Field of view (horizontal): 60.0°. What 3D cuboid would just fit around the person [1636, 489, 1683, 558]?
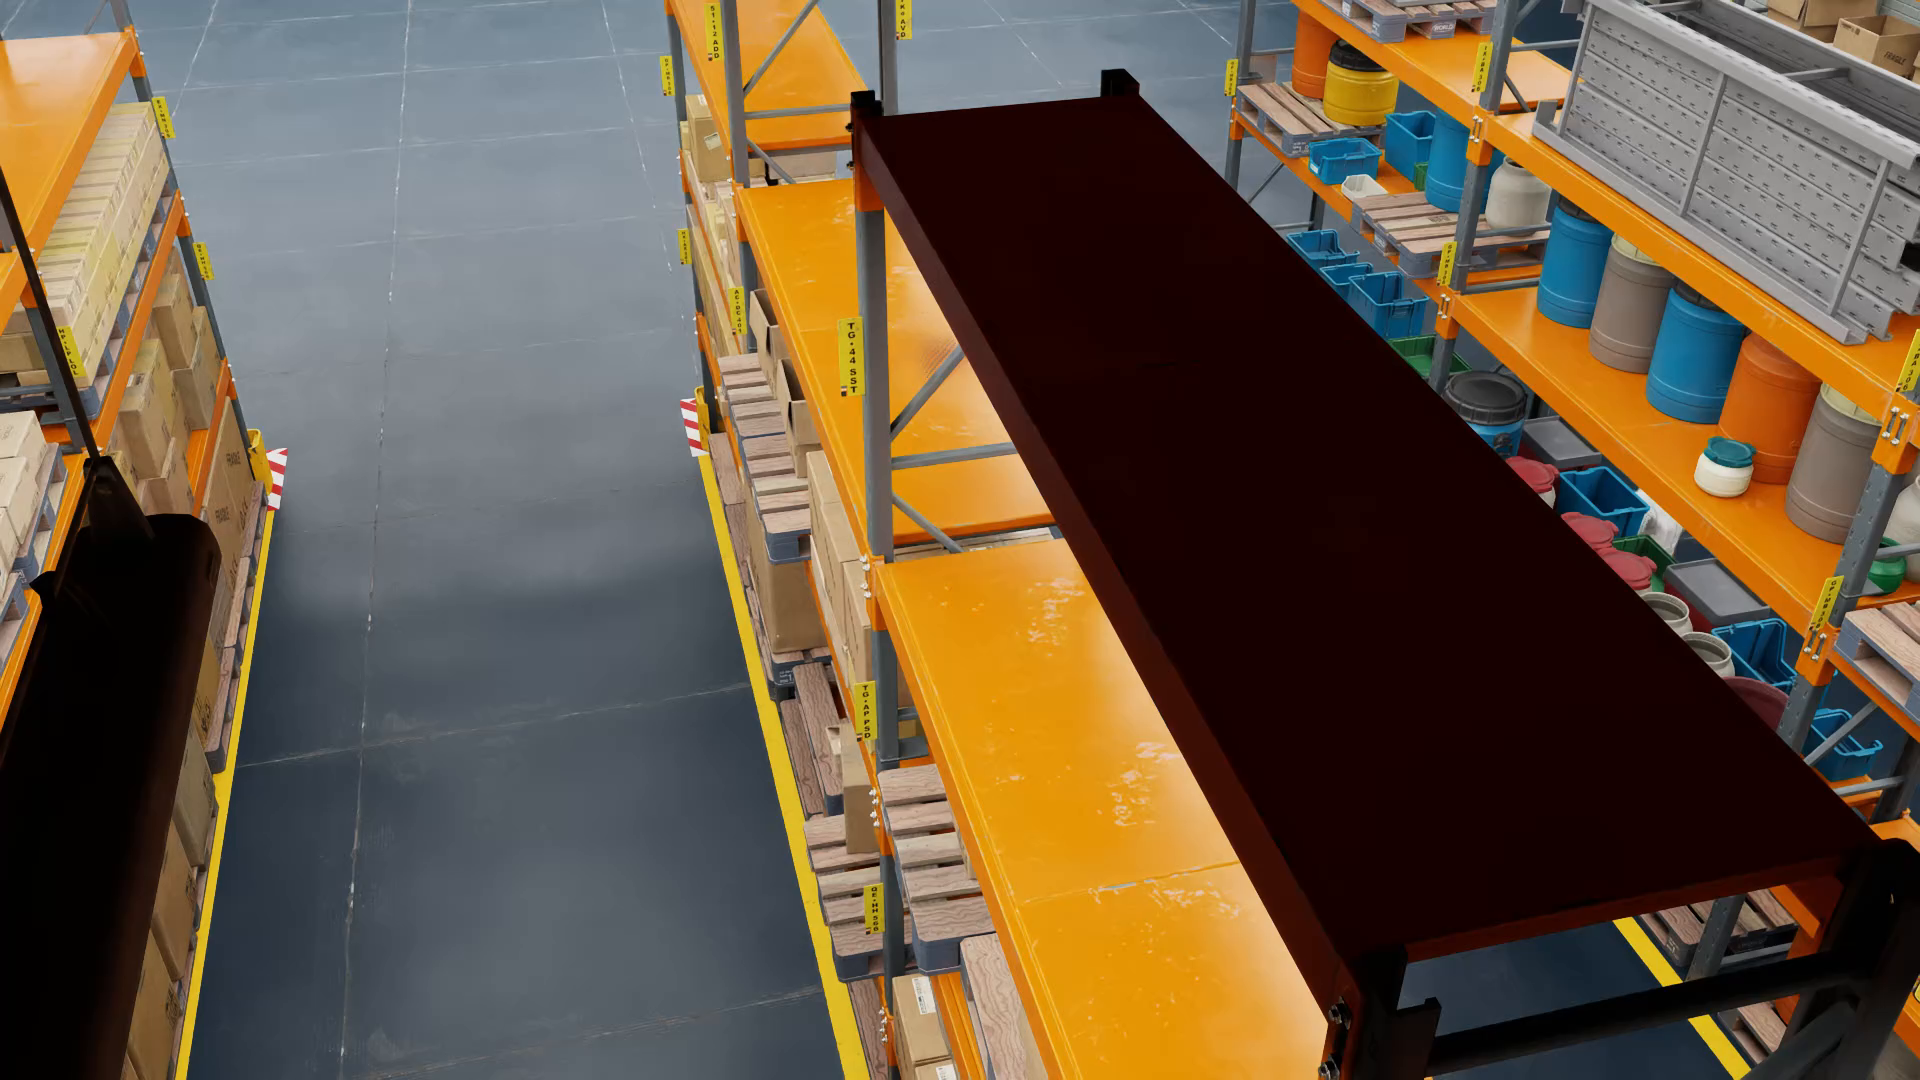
[{"bbox_3d":[5.080,0.137,12.353,0.690,1.813,0.372,-27,43,-34],"label":"person"}]
